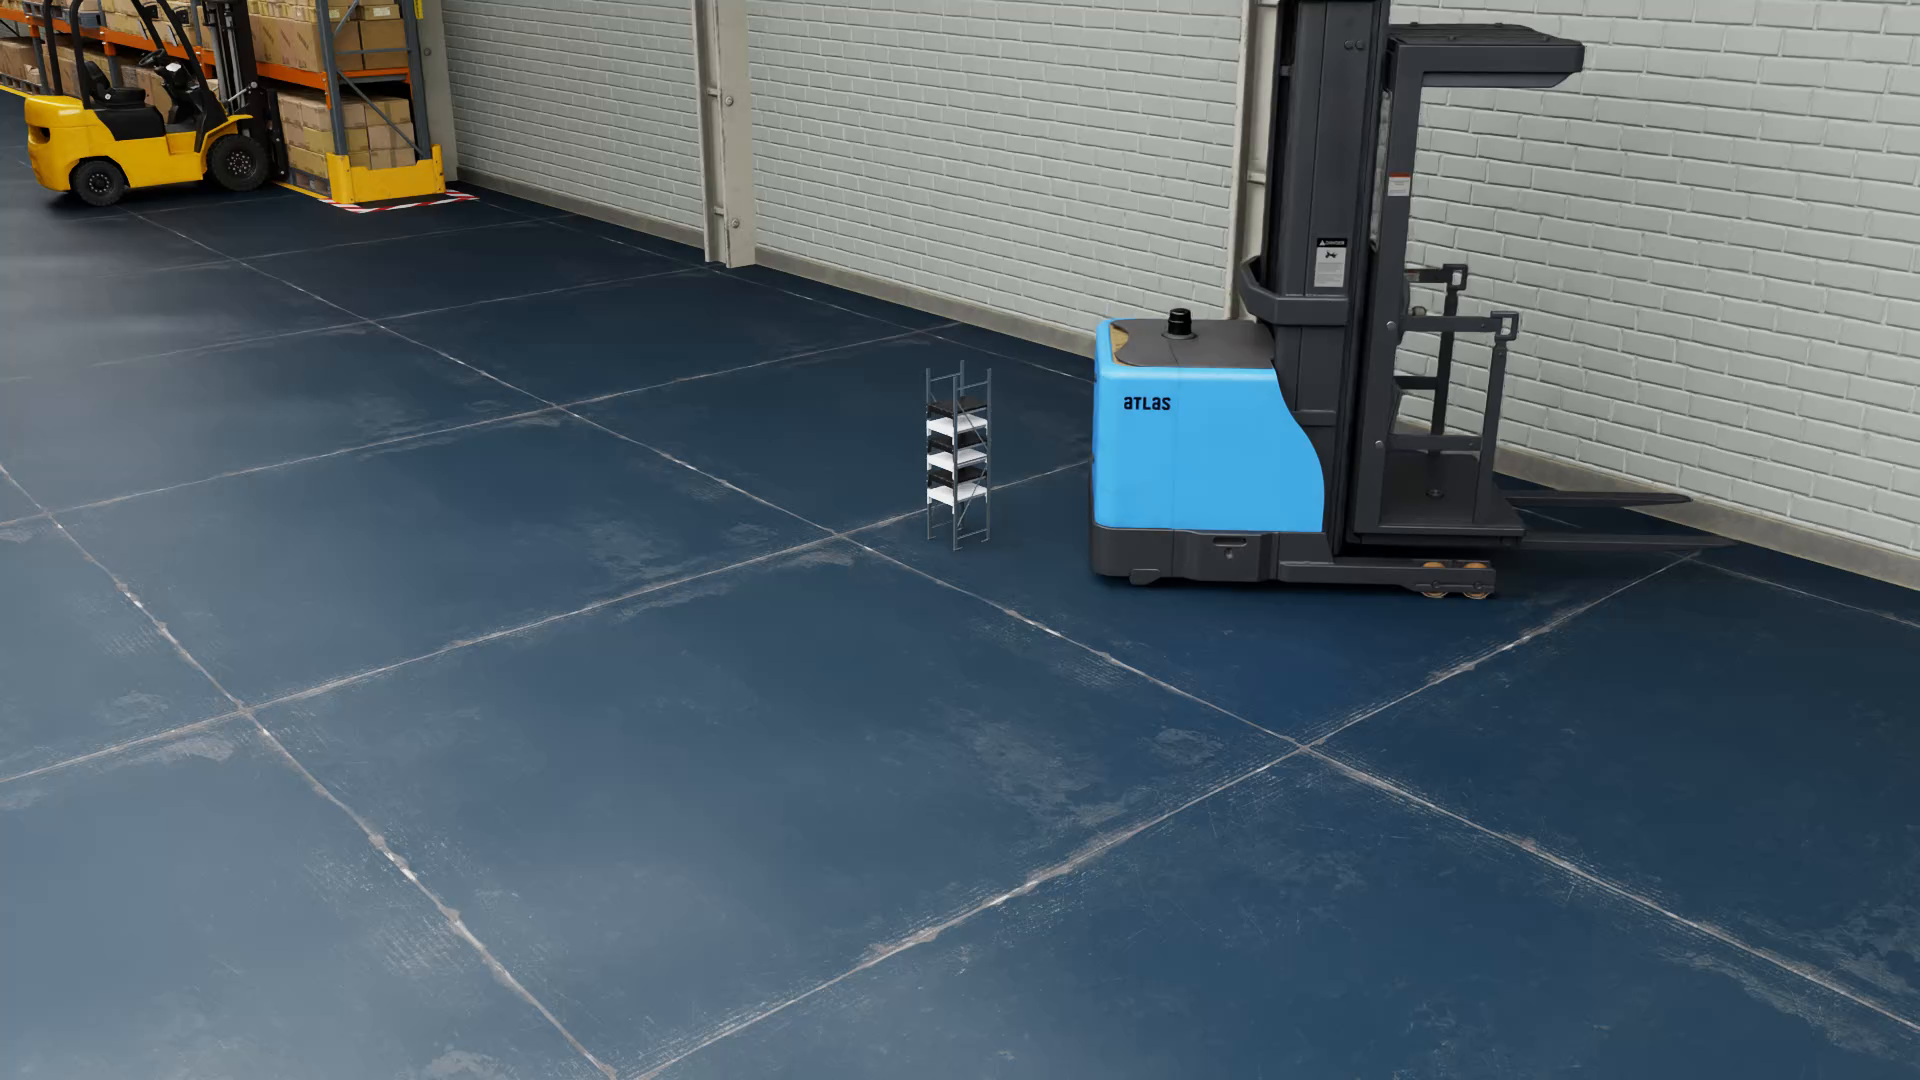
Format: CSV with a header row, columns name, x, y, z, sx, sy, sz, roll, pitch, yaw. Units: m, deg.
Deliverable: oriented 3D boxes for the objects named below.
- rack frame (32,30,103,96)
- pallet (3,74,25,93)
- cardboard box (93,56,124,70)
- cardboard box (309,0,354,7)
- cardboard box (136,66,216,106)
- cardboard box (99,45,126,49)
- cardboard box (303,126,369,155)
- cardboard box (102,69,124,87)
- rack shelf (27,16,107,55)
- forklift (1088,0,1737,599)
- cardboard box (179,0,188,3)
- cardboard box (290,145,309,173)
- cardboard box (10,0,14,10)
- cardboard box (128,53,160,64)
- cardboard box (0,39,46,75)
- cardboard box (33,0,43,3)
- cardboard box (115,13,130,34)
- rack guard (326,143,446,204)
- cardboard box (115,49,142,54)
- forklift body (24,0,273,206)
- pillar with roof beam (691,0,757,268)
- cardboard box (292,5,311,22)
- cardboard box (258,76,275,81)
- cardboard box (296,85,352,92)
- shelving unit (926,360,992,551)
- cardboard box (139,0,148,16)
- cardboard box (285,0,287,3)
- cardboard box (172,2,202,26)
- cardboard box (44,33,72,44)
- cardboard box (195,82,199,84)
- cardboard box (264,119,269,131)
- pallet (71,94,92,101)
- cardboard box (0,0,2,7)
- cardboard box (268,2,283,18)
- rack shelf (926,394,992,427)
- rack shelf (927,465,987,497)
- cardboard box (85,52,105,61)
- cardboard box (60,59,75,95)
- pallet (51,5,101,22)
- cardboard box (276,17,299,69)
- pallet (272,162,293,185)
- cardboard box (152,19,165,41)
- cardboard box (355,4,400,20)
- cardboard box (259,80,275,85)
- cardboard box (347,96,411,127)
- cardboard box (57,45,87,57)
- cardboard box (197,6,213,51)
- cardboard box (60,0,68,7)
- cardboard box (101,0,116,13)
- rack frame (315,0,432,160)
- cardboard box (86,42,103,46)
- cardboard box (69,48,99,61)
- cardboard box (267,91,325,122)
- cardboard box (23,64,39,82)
name,x,y,z,sx,sy,sz,roll,pitch,yaw
rack frame,-14.009,-8.436,25.909,1.000,3.000,0.127,-17,27,-37
pallet,-15.257,-7.664,27.763,1.003,0.211,1.213,-17,27,-37
cardboard box,-12.114,-6.808,23.716,0.380,0.149,0.250,-19,28,-40
cardboard box,-6.569,-5.656,17.378,0.380,0.149,0.250,-17,27,-37
cardboard box,-10.569,-6.066,22.539,0.875,0.625,0.625,-16,27,-36
cardboard box,-12.883,-7.446,25.345,0.380,0.149,0.250,-17,27,-36
cardboard box,-6.730,-4.328,17.931,0.500,0.250,0.500,-18,28,-38
cardboard box,-11.837,-6.428,23.634,0.500,0.500,0.500,-16,27,-36
rack shelf,-12.703,-7.548,24.629,1.077,0.370,4.000,-17,27,-37
forklift,2.163,-1.288,7.754,3.031,2.935,1.130,1,21,3
cardboard box,-9.360,-6.683,20.406,0.380,0.149,0.250,-18,28,-38
cardboard box,-7.039,-4.230,18.365,0.500,0.250,0.500,-17,27,-37
cardboard box,-14.933,-8.558,26.567,0.380,0.149,0.250,-17,27,-36
cardboard box,-11.878,-7.012,24.236,0.380,0.149,0.250,-17,27,-37
cardboard box,-15.764,-8.136,27.994,0.700,0.500,0.500,-16,27,-35
cardboard box,-13.525,-8.348,24.972,0.700,0.500,0.500,-17,27,-37
cardboard box,-10.969,-6.940,22.295,0.500,0.250,0.500,-18,28,-39
rack guard,-6.160,-3.950,17.883,1.175,0.500,0.348,-17,27,-37
cardboard box,-12.387,-7.227,24.785,0.380,0.149,0.250,-17,27,-37
forklift body,-8.796,-4.815,17.828,2.313,2.155,1.214,-17,27,-37
pillar with roof beam,-5.292,-5.638,10.540,9.100,9.000,0.400,-17,27,-37
cardboard box,-6.804,-5.562,17.544,0.380,0.149,0.250,-17,27,-37
cardboard box,-8.319,-5.516,20.279,0.500,0.250,0.500,-17,27,-36
cardboard box,-7.323,-5.100,19.216,0.500,0.250,0.500,-18,28,-38
shelving unit,-0.005,-0.421,8.326,0.258,0.900,0.210,-17,27,-37
cardboard box,-10.287,-6.890,21.483,0.500,0.250,0.500,-17,27,-37
cardboard box,-7.051,-5.869,17.922,0.380,0.149,0.250,-17,27,-37
cardboard box,-9.301,-6.463,20.393,0.500,0.250,0.500,-18,28,-39
cardboard box,-13.930,-7.760,25.738,0.380,0.149,0.250,-18,28,-38
cardboard box,-9.136,-5.457,20.983,0.875,0.625,0.625,-16,26,-35
cardboard box,-7.726,-4.746,18.998,0.500,0.250,0.500,-18,27,-38
pallet,-12.649,-6.584,25.006,1.003,0.211,1.213,-17,27,-37
cardboard box,-15.623,-8.832,27.265,0.380,0.149,0.250,-17,27,-36
cardboard box,-7.290,-5.782,18.106,0.380,0.149,0.250,-19,28,-39
rack shelf,-0.005,-0.642,8.239,0.258,0.077,0.200,-17,27,-37
rack shelf,-0.005,-0.306,8.371,0.258,0.077,0.200,-17,27,-37
cardboard box,-12.553,-7.044,24.318,0.380,0.149,0.250,-18,28,-38
cardboard box,-13.186,-6.996,25.086,0.500,0.500,0.500,-18,28,-39
pallet,-12.671,-7.777,24.491,1.003,0.211,1.213,-17,27,-37
cardboard box,-7.028,-5.386,17.985,0.500,0.500,0.500,-16,27,-36
pallet,-7.499,-4.360,19.327,1.003,0.211,1.213,-17,27,-37
cardboard box,-9.947,-6.515,21.210,0.500,0.250,0.500,-17,27,-37
cardboard box,-6.201,-5.624,17.704,0.380,0.149,0.250,-18,28,-39
cardboard box,-8.383,-5.254,19.609,0.500,0.250,0.500,-17,27,-37
cardboard box,-6.346,-4.679,18.141,0.500,0.250,0.500,-18,28,-38
cardboard box,-13.561,-7.481,25.433,0.380,0.149,0.250,-19,28,-40
cardboard box,-8.695,-6.087,19.776,0.500,0.500,0.500,-18,28,-39
cardboard box,-12.603,-7.981,24.031,0.797,0.503,0.637,-18,28,-39
cardboard box,-11.312,-7.307,22.547,0.500,0.250,0.500,-17,27,-37
rack frame,-6.176,-5.120,17.444,1.000,3.000,0.127,-17,27,-37
cardboard box,-13.374,-7.665,25.903,0.380,0.149,0.250,-17,27,-37
cardboard box,-13.076,-7.261,24.872,0.380,0.149,0.250,-16,27,-36
cardboard box,-7.387,-4.831,18.528,0.500,0.250,0.500,-17,27,-37
cardboard box,-14.828,-7.541,26.797,0.396,0.266,0.258,-16,27,-36
